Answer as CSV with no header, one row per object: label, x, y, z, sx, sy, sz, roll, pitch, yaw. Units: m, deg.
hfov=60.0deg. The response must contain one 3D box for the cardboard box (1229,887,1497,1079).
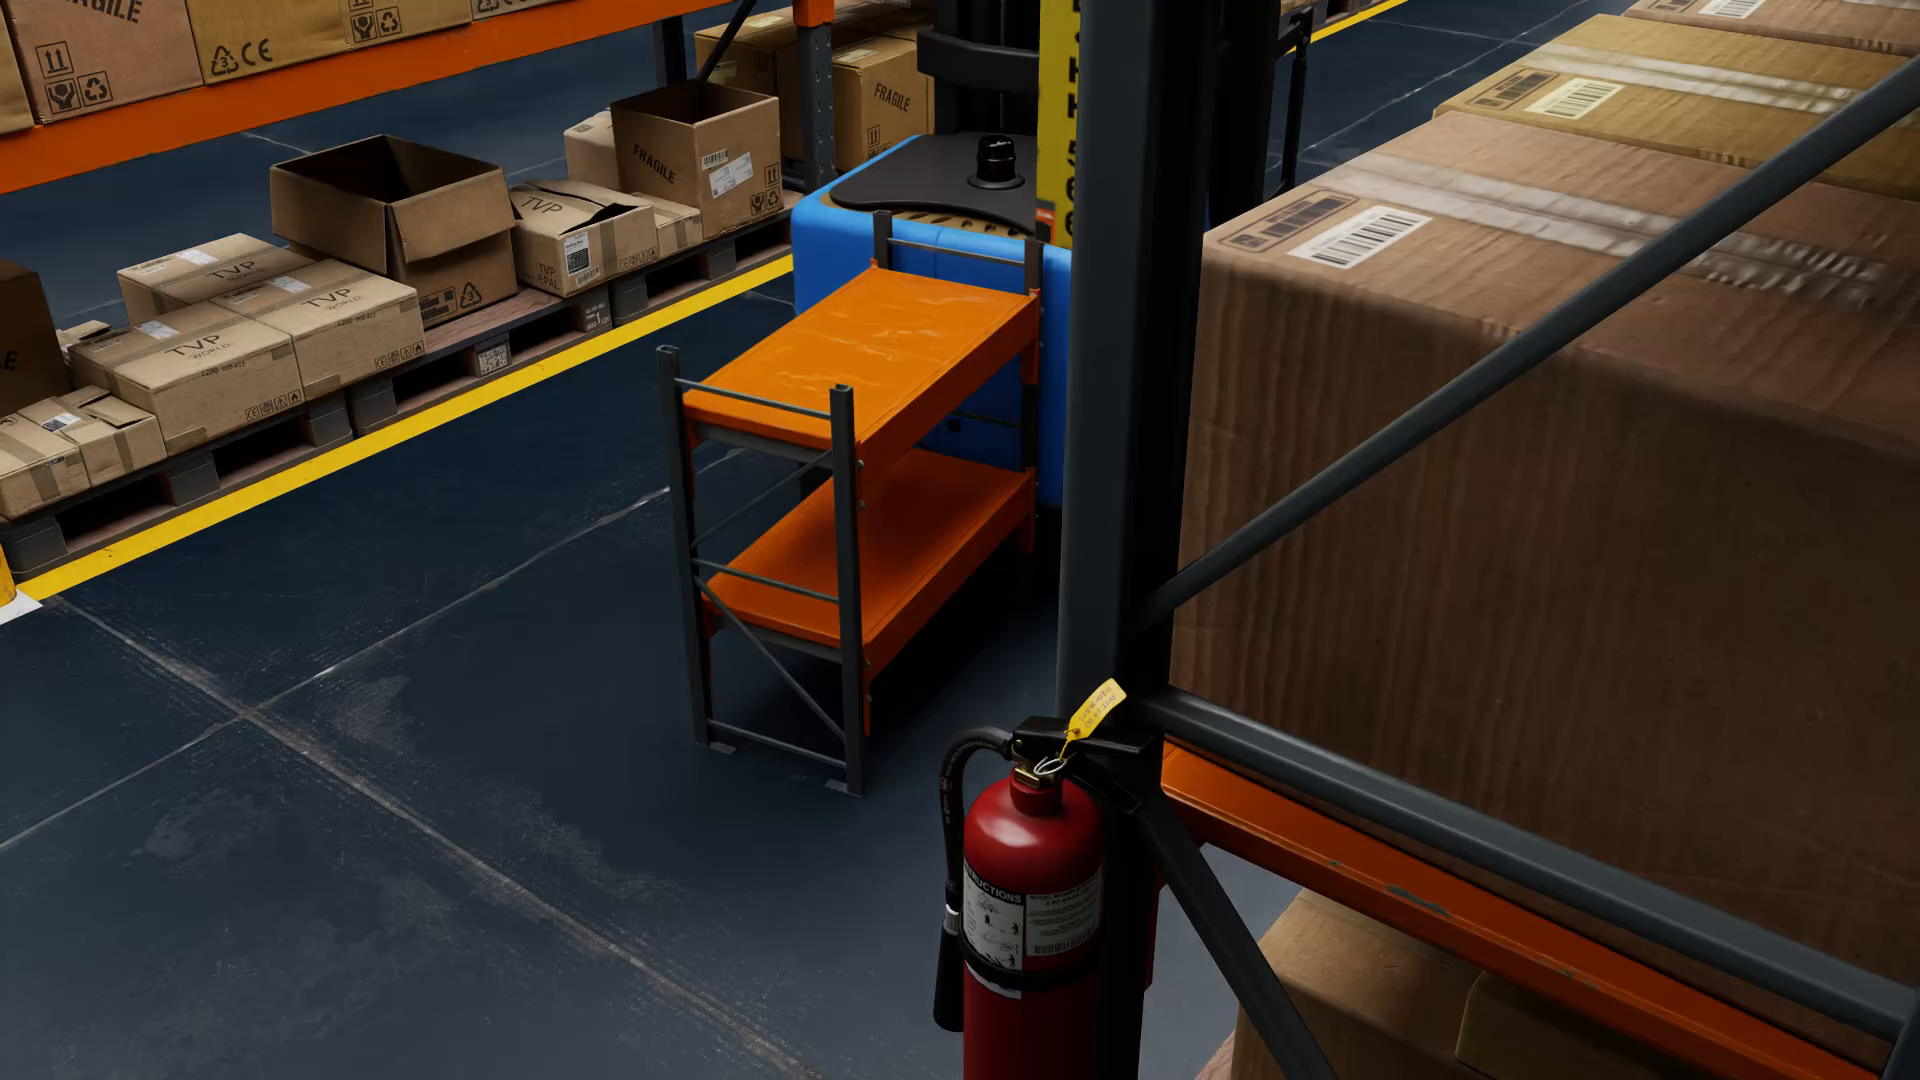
cardboard box,0.890,0.902,2.827,0.700,0.500,0.500,21,37,31

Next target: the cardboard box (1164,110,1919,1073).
cardboard box,0.847,-0.017,2.043,0.980,0.700,0.700,23,38,33

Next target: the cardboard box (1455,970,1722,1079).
cardboard box,0.974,0.735,2.472,0.380,0.149,0.250,21,37,32

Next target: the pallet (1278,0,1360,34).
pallet,1.952,-3.576,11.076,1.003,0.211,1.213,21,37,31

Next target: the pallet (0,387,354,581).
pallet,-2.878,-0.356,5.645,1.003,0.211,1.213,21,37,31

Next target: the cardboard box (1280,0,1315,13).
cardboard box,1.975,-3.573,10.622,0.500,0.250,0.500,21,37,31

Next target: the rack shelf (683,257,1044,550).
rack shelf,-0.235,-0.382,4.218,0.538,0.278,1.000,14,34,23

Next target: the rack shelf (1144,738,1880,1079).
rack shelf,1.754,-0.181,3.319,1.077,0.370,4.000,21,37,31

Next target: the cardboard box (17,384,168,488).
cardboard box,-2.727,-0.337,5.225,0.380,0.166,0.250,21,37,31

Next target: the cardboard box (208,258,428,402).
cardboard box,-2.247,-0.747,5.835,0.500,0.250,0.500,21,37,31

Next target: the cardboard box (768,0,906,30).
cardboard box,-0.616,-2.428,8.425,0.500,0.500,0.500,21,37,31

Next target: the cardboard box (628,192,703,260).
cardboard box,-1.286,-1.300,6.866,0.380,0.149,0.250,21,37,31

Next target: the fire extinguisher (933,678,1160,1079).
fire extinguisher,0.088,0.435,2.015,0.296,0.674,0.183,21,37,31

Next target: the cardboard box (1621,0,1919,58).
cardboard box,1.745,-0.624,3.066,0.980,0.700,0.700,19,36,29

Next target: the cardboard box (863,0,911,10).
cardboard box,-0.313,-2.631,8.768,0.500,0.500,0.500,22,37,32

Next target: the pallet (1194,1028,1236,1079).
pallet,0.967,1.173,3.064,1.003,0.211,1.213,21,37,31

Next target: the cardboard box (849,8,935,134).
cardboard box,-0.191,-2.283,8.180,0.500,0.500,0.500,22,37,32

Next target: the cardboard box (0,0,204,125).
cardboard box,-2.619,-1.554,4.833,0.500,0.500,0.500,21,36,31

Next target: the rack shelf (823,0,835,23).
rack shelf,0.217,-3.330,8.633,1.077,0.370,4.000,21,37,31

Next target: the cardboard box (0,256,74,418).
cardboard box,-3.273,-0.612,5.360,0.500,0.500,0.500,21,37,31

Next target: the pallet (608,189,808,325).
pallet,-1.405,-1.348,7.318,1.003,0.211,1.213,21,37,31

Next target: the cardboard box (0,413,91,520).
cardboard box,-2.878,-0.228,5.058,0.380,0.149,0.250,21,37,31

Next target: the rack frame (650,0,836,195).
rack frame,-0.990,-2.827,7.078,1.000,3.000,0.127,21,37,31

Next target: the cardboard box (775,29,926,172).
cardboard box,-0.504,-2.062,7.808,0.500,0.500,0.500,19,36,29

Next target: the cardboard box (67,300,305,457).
cardboard box,-2.548,-0.544,5.492,0.500,0.250,0.500,21,37,31

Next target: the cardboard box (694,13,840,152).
cardboard box,-0.921,-2.229,8.090,0.500,0.500,0.500,21,37,31

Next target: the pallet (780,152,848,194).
pallet,-0.529,-1.969,8.366,1.003,0.211,1.213,21,37,31

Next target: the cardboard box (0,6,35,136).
cardboard box,-2.927,-1.343,4.476,0.500,0.500,0.500,22,37,32

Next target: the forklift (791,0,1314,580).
forklift,0.602,-1.865,5.522,1.130,2.935,3.031,14,34,23

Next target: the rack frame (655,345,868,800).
rack frame,-0.462,0.101,3.976,0.500,1.125,0.032,14,34,23

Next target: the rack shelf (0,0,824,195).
rack shelf,-2.197,-1.704,5.889,1.077,0.370,4.000,21,37,31

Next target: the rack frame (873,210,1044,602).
rack frame,-0.009,-0.363,4.759,0.500,1.125,0.032,14,34,23

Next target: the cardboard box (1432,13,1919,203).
cardboard box,1.277,-0.316,2.548,0.980,0.700,0.700,21,36,31

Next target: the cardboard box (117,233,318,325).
cardboard box,-2.675,-0.881,6.060,0.500,0.250,0.500,21,37,31

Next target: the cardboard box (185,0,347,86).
cardboard box,-2.314,-1.758,5.175,0.500,0.500,0.500,21,37,31

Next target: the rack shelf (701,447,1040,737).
rack shelf,-0.235,0.080,4.492,0.538,0.278,1.000,14,34,23

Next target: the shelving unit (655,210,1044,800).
shelving unit,-0.235,-0.131,4.367,0.538,1.125,1.048,14,34,23

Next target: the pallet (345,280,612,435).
pallet,-2.141,-0.850,6.478,1.003,0.211,1.213,21,37,31

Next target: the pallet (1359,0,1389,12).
pallet,2.689,-4.069,11.909,1.003,0.211,1.213,21,37,31

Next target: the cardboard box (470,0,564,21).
cardboard box,-1.706,-2.168,5.868,0.500,0.500,0.500,22,37,32

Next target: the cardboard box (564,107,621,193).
cardboard box,-1.416,-1.755,7.475,0.500,0.311,0.500,21,37,31

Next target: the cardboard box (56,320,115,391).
cardboard box,-2.957,-0.605,5.676,0.380,0.166,0.250,21,37,31

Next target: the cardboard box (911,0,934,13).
cardboard box,0.100,-2.791,8.303,0.500,0.250,0.500,21,37,31

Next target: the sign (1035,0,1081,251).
sign,0.123,-0.451,1.700,0.100,0.325,0.005,21,37,31

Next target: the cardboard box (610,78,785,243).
cardboard box,-1.108,-1.622,7.065,0.500,0.500,0.500,21,37,31

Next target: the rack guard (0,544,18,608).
rack guard,-3.359,-0.156,5.024,1.175,0.500,0.348,21,37,31

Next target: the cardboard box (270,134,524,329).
cardboard box,-2.120,-1.177,6.311,0.797,0.503,0.637,21,37,31

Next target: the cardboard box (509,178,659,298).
cardboard box,-1.561,-1.236,6.598,0.500,0.311,0.500,21,37,31

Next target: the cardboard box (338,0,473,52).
cardboard box,-2.011,-1.960,5.517,0.500,0.500,0.500,22,37,32
